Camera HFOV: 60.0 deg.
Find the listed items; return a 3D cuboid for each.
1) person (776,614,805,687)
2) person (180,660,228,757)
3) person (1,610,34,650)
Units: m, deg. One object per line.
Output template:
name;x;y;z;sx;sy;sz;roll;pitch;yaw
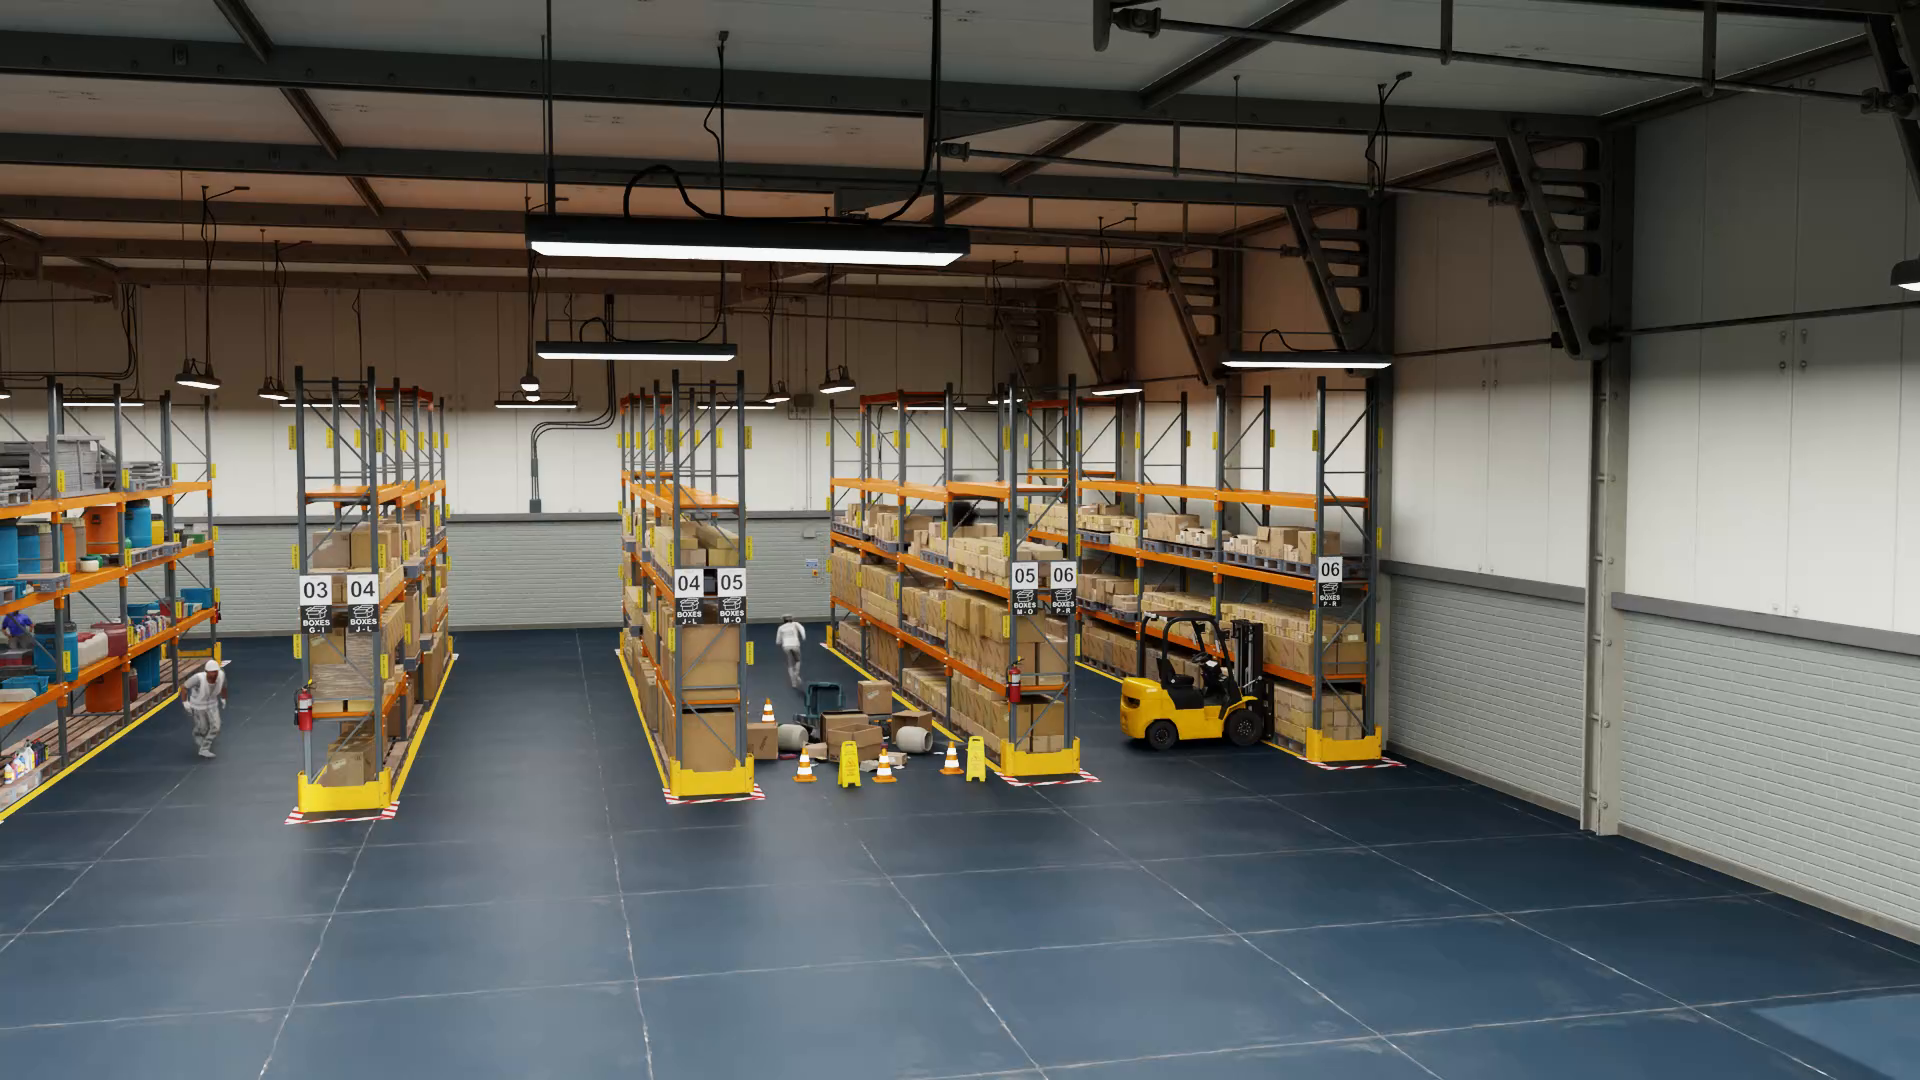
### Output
person;-3.452;2.252;33.946;0.621;1.424;0.945;0;3;-3
person;-11.943;2.655;26.249;0.704;1.577;0.972;-3;5;-44
person;-19.755;2.119;34.853;0.600;1.617;0.600;-1;4;-22
